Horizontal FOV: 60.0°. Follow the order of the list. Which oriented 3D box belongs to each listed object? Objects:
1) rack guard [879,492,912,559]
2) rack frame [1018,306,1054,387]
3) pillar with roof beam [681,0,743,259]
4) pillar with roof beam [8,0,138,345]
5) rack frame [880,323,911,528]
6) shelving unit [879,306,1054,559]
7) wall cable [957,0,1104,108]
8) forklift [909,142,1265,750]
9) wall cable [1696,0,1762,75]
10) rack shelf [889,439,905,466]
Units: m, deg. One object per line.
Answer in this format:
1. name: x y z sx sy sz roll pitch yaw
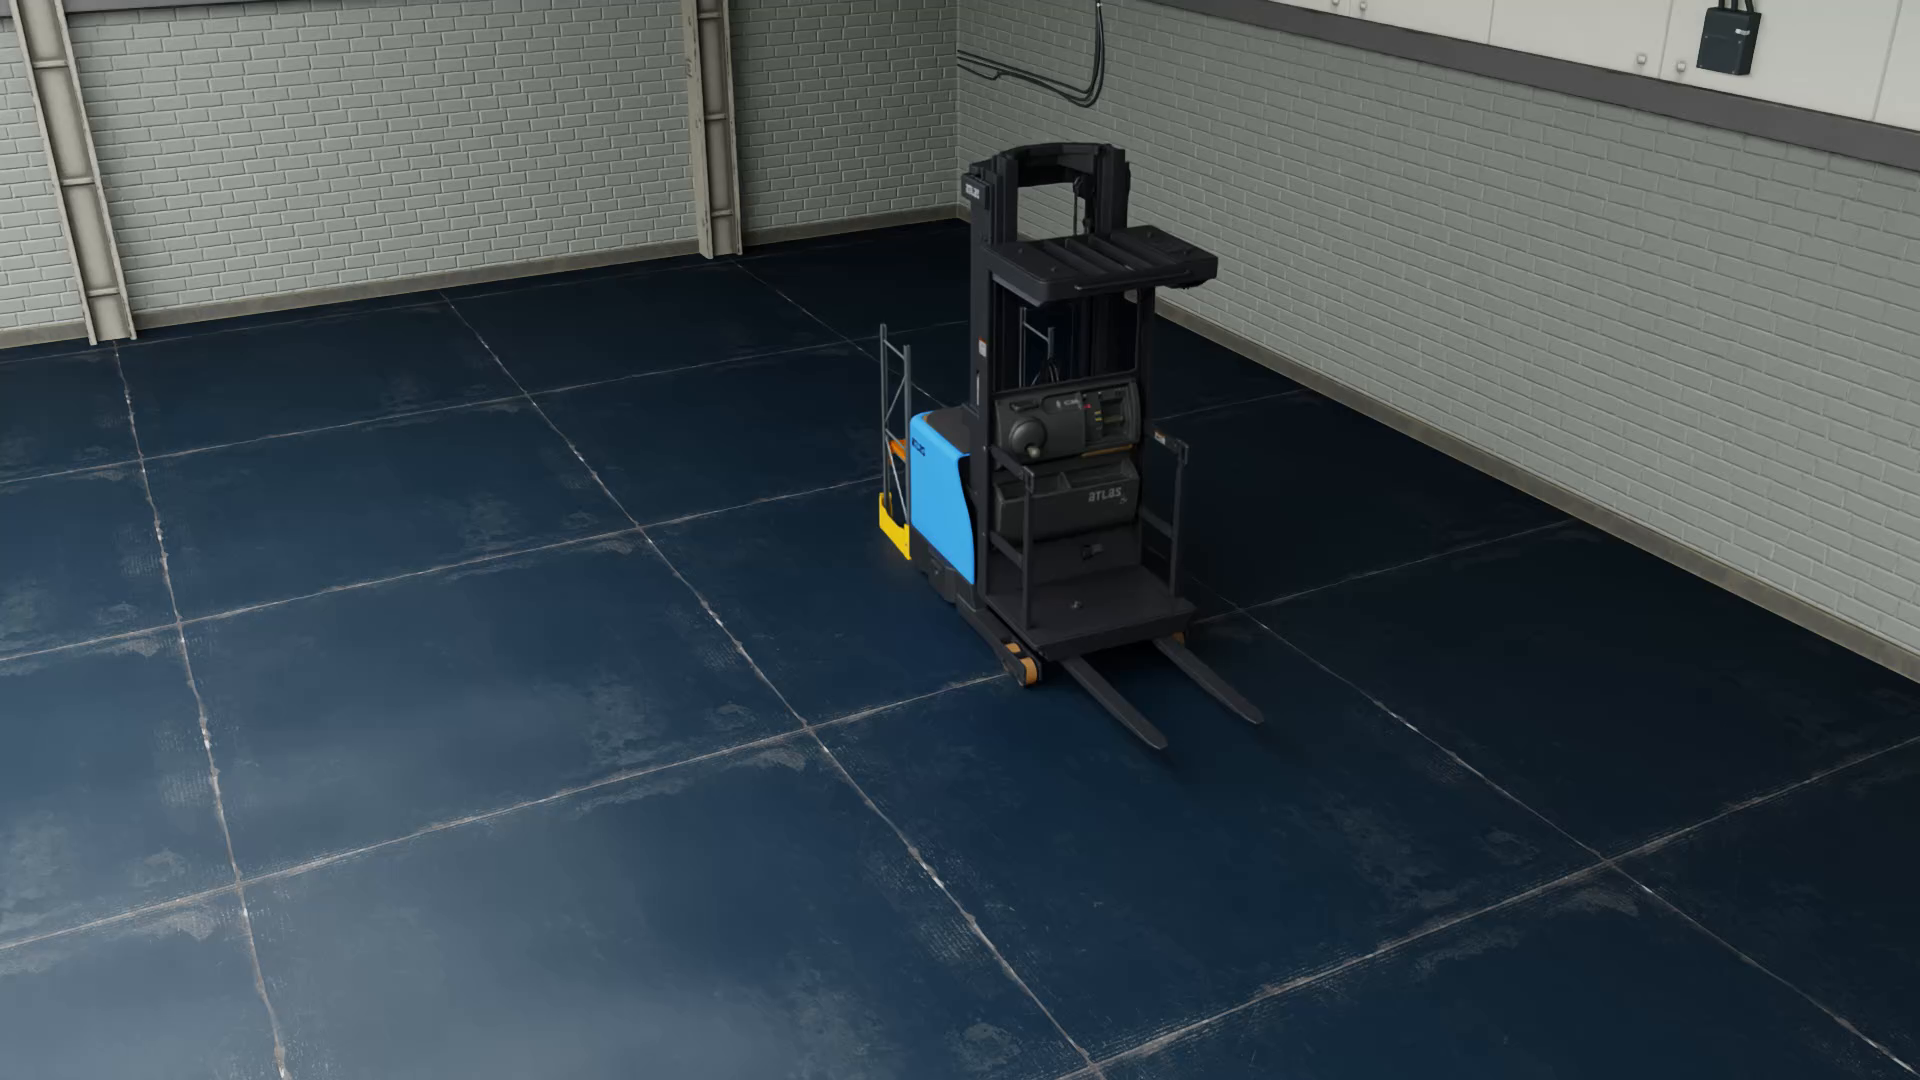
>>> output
1. rack guard: -0.425 -0.103 11.479 0.087 0.250 0.587 -10 27 -20
2. rack frame: 0.516 -0.832 11.553 0.032 1.500 0.500 -10 27 -20
3. pillar with roof beam: -0.567 -5.523 12.659 0.400 9.000 9.100 -13 29 -25
4. pillar with roof beam: -5.861 -4.301 10.114 0.400 9.000 9.100 -13 29 -25
5. rack frame: -0.426 -0.667 11.208 0.032 1.500 0.500 -10 27 -20
6. shelving unit: 0.036 -0.748 11.377 1.083 1.500 0.587 -10 27 -20
7. wall cable: 0.629 -5.863 16.954 0.112 2.526 3.097 -13 29 -25
8. forklift: 0.727 -0.677 9.576 1.130 2.935 3.031 -11 28 -22
9. wall cable: 5.082 -5.167 7.987 0.169 6.003 2.305 -13 29 -25
10. rack shelf: 0.045 -0.587 11.458 1.000 0.185 0.538 -10 27 -20
